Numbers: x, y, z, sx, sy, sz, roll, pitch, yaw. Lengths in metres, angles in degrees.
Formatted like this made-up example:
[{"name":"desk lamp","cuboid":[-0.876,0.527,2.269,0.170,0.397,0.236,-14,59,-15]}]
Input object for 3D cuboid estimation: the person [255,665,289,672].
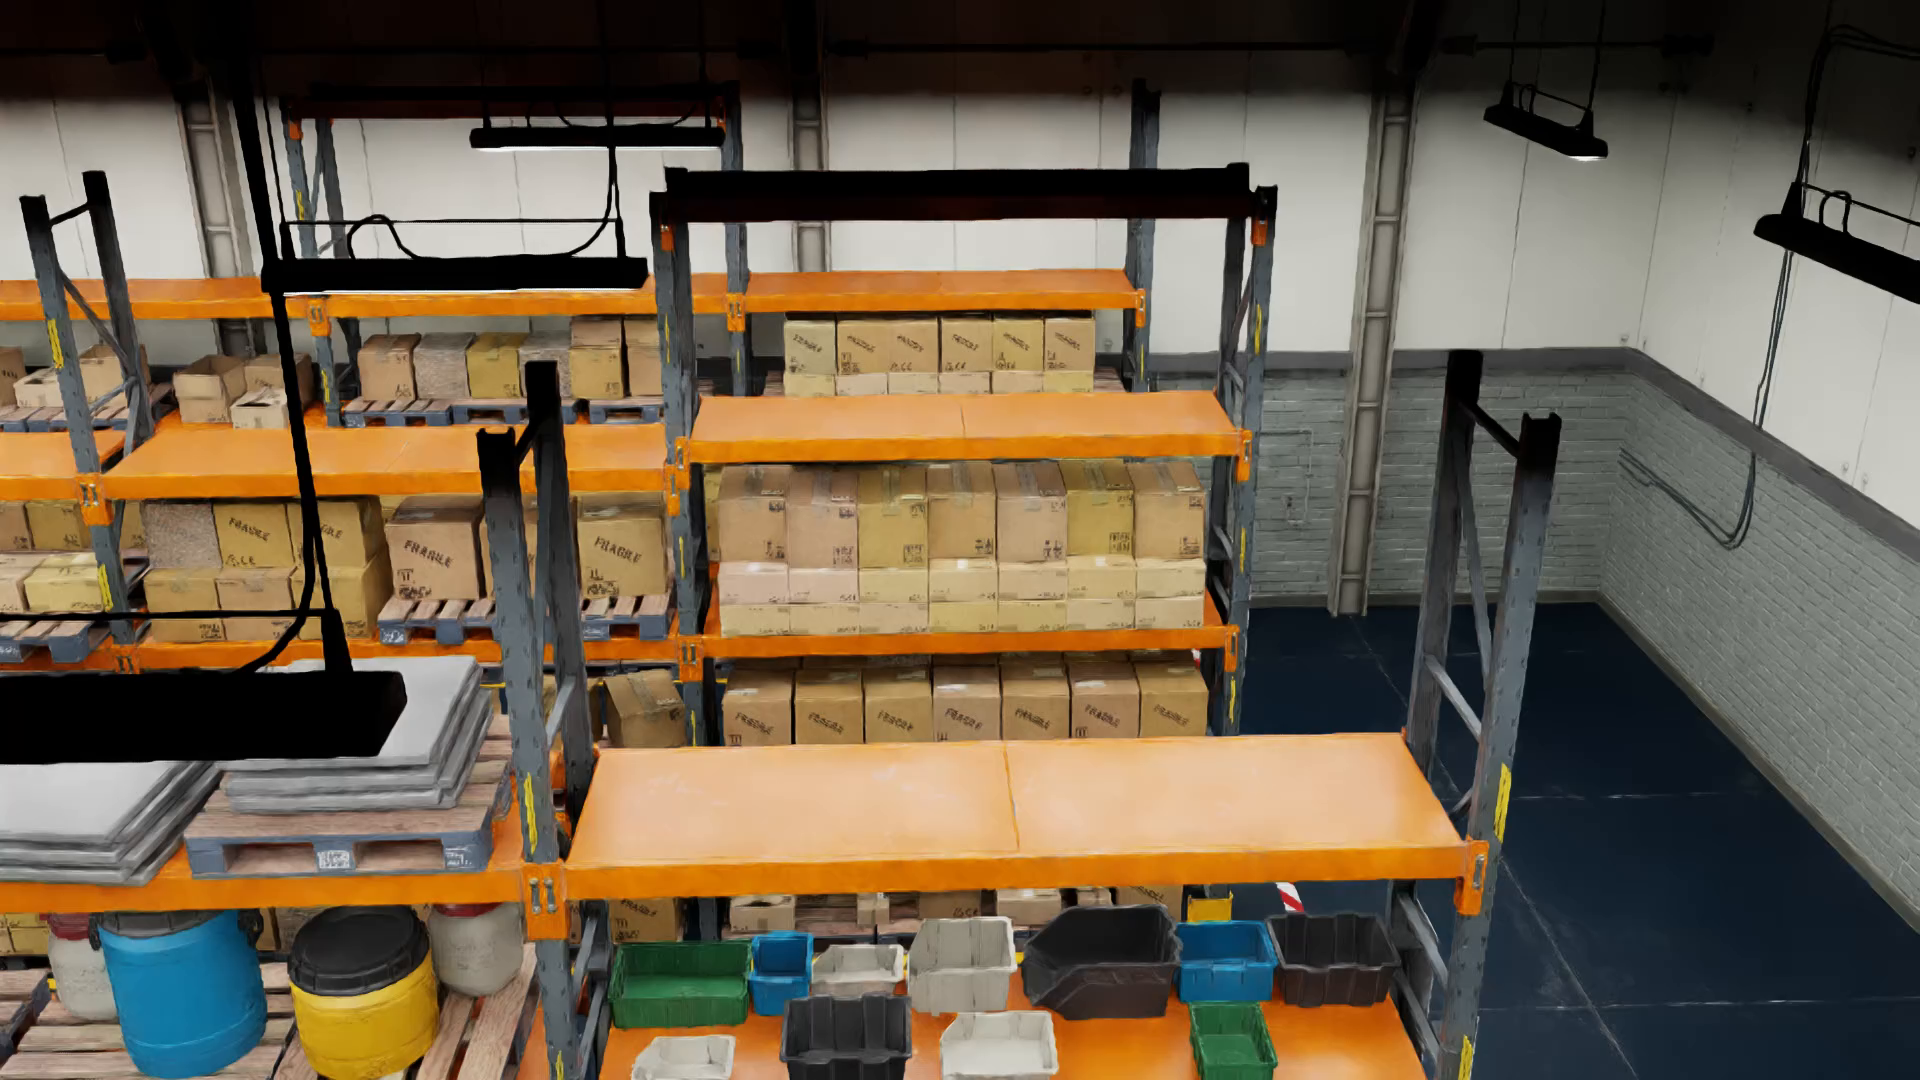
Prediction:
[{"name":"person","cuboid":[-6.193,1.482,15.300,0.531,1.660,0.439,-13,25,-28]}]
